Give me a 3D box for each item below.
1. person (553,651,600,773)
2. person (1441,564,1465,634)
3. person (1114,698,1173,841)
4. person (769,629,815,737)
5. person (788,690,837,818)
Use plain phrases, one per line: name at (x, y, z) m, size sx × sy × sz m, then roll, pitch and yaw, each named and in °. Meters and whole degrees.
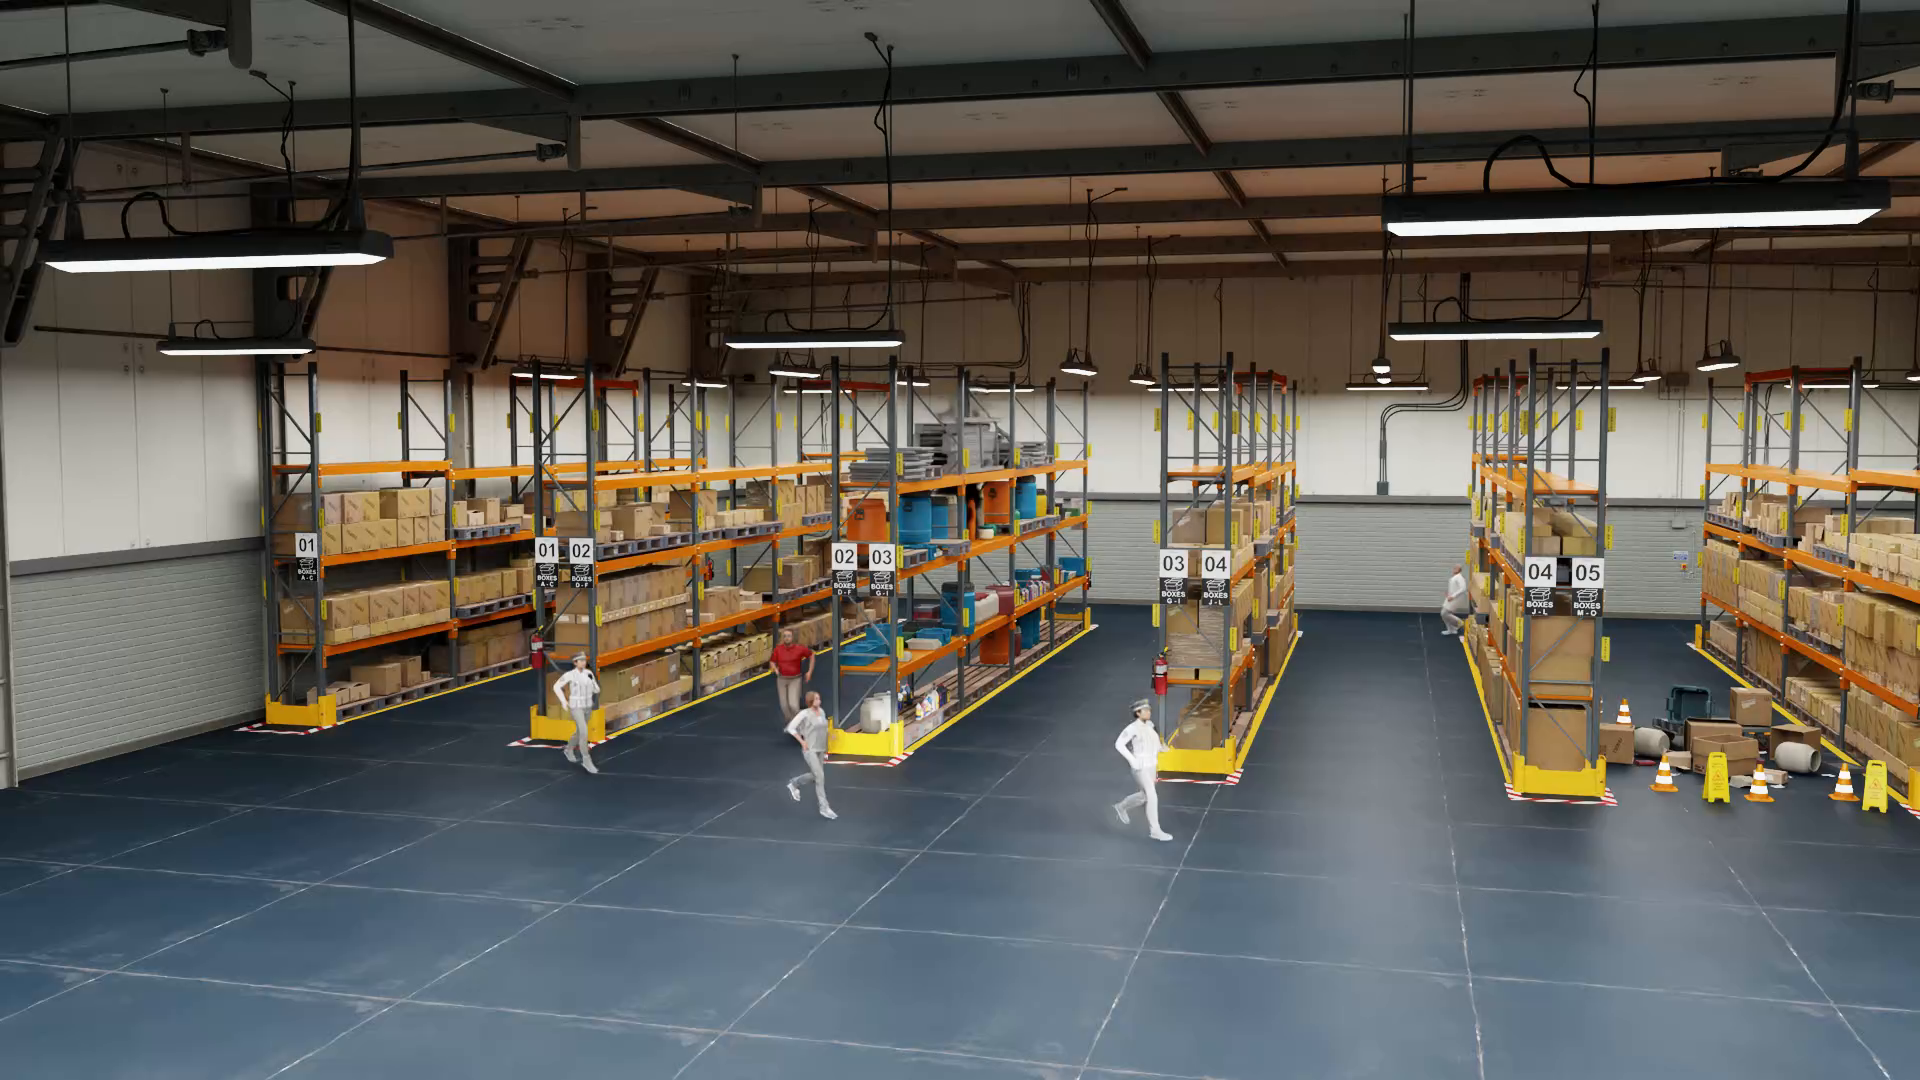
person at (-5.488, 2.452, 24.020) m, size 0.857 × 1.725 × 0.593 m, roll 3°, pitch 5°, yaw 36°
person at (11.618, 1.403, 39.193) m, size 0.522 × 1.707 × 0.754 m, roll 0°, pitch 4°, yaw 2°
person at (2.207, 2.738, 20.099) m, size 0.878 × 1.670 × 0.622 m, roll 3°, pitch 5°, yaw 40°
person at (-2.705, 2.302, 26.480) m, size 0.693 × 1.760 × 0.702 m, roll 1°, pitch 4°, yaw 11°
person at (-1.906, 2.715, 21.275) m, size 0.847 × 1.599 × 0.542 m, roll 3°, pitch 5°, yaw 36°
